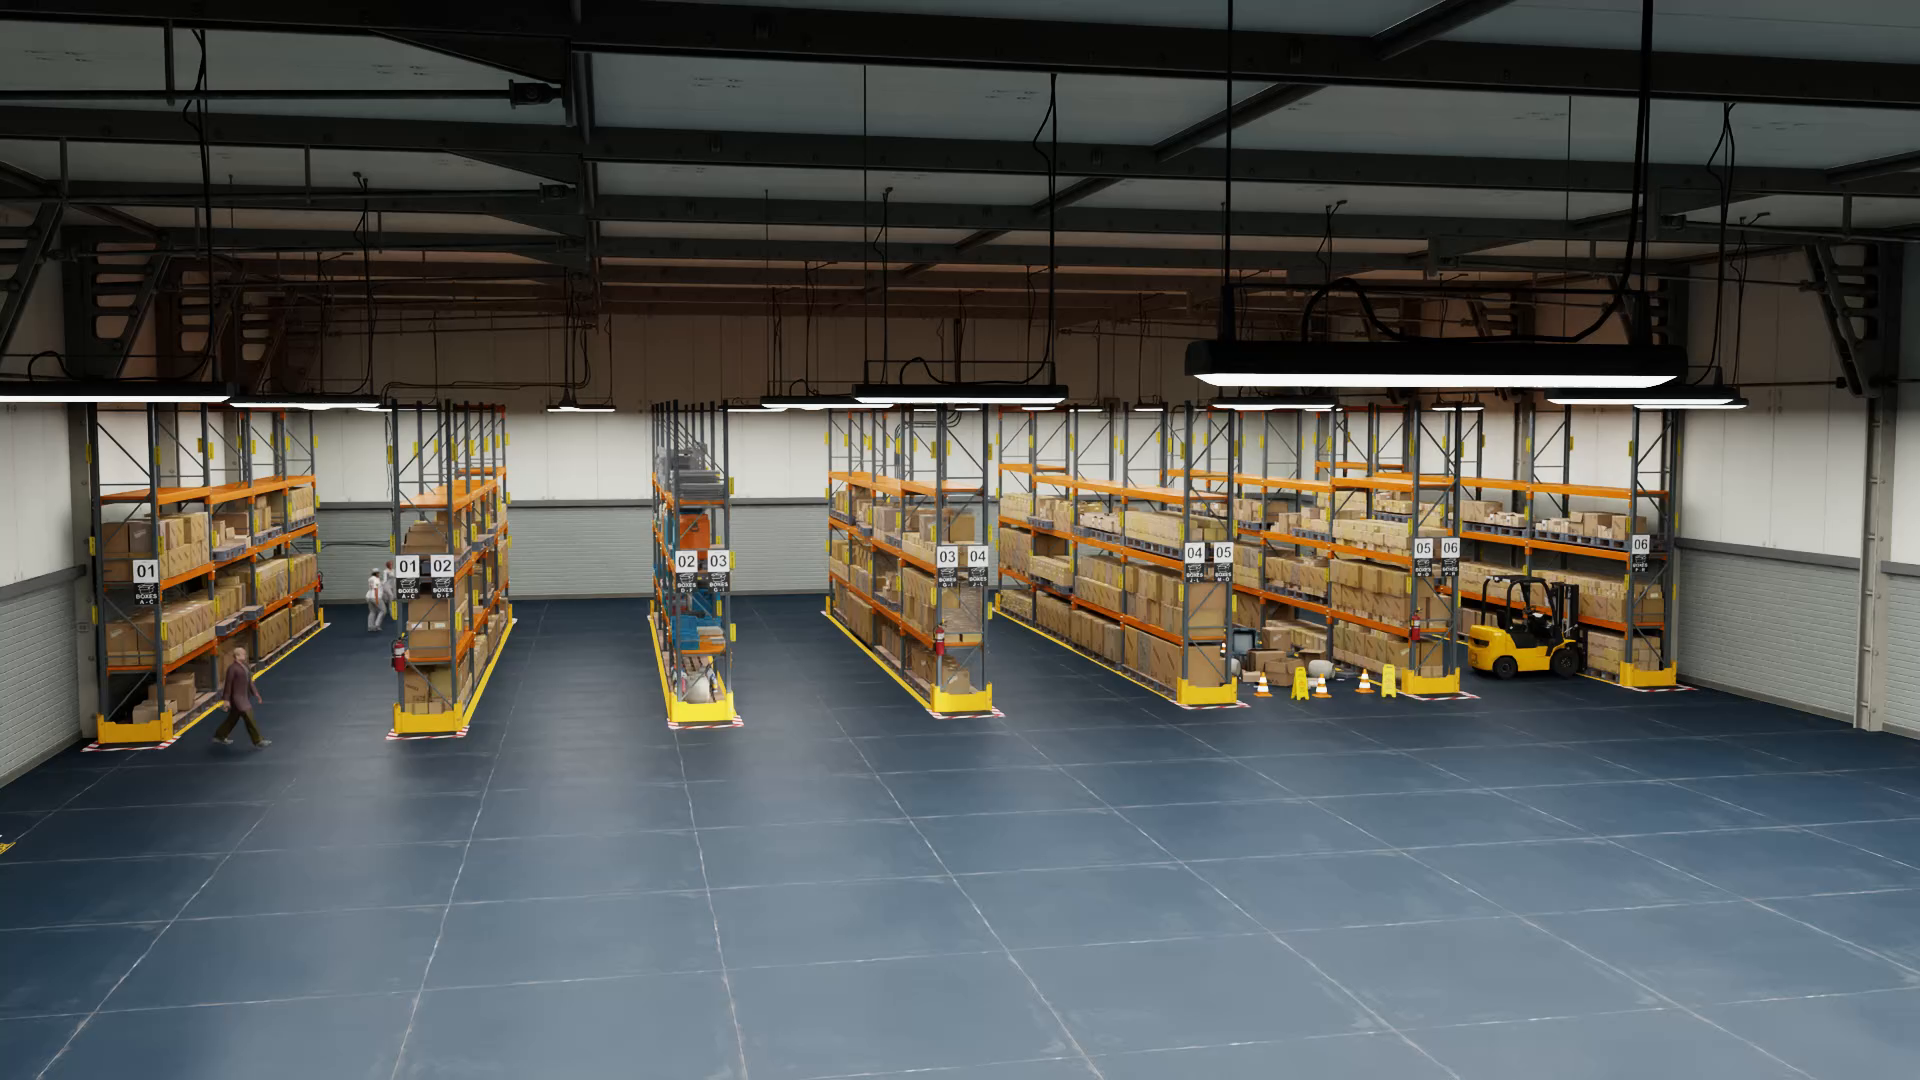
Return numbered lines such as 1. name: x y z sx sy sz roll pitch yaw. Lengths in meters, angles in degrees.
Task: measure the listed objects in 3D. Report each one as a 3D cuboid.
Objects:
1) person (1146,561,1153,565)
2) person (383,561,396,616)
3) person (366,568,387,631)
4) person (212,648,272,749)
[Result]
1. person: 5.250 1.442 45.411 0.588 1.718 0.497 -1 4 -13
2. person: -16.309 1.366 47.374 0.764 1.554 0.418 1 5 19
3. person: -15.458 1.583 43.972 0.530 1.679 0.452 4 6 41
4. person: -12.322 2.703 28.504 1.146 1.733 0.658 0 4 4
